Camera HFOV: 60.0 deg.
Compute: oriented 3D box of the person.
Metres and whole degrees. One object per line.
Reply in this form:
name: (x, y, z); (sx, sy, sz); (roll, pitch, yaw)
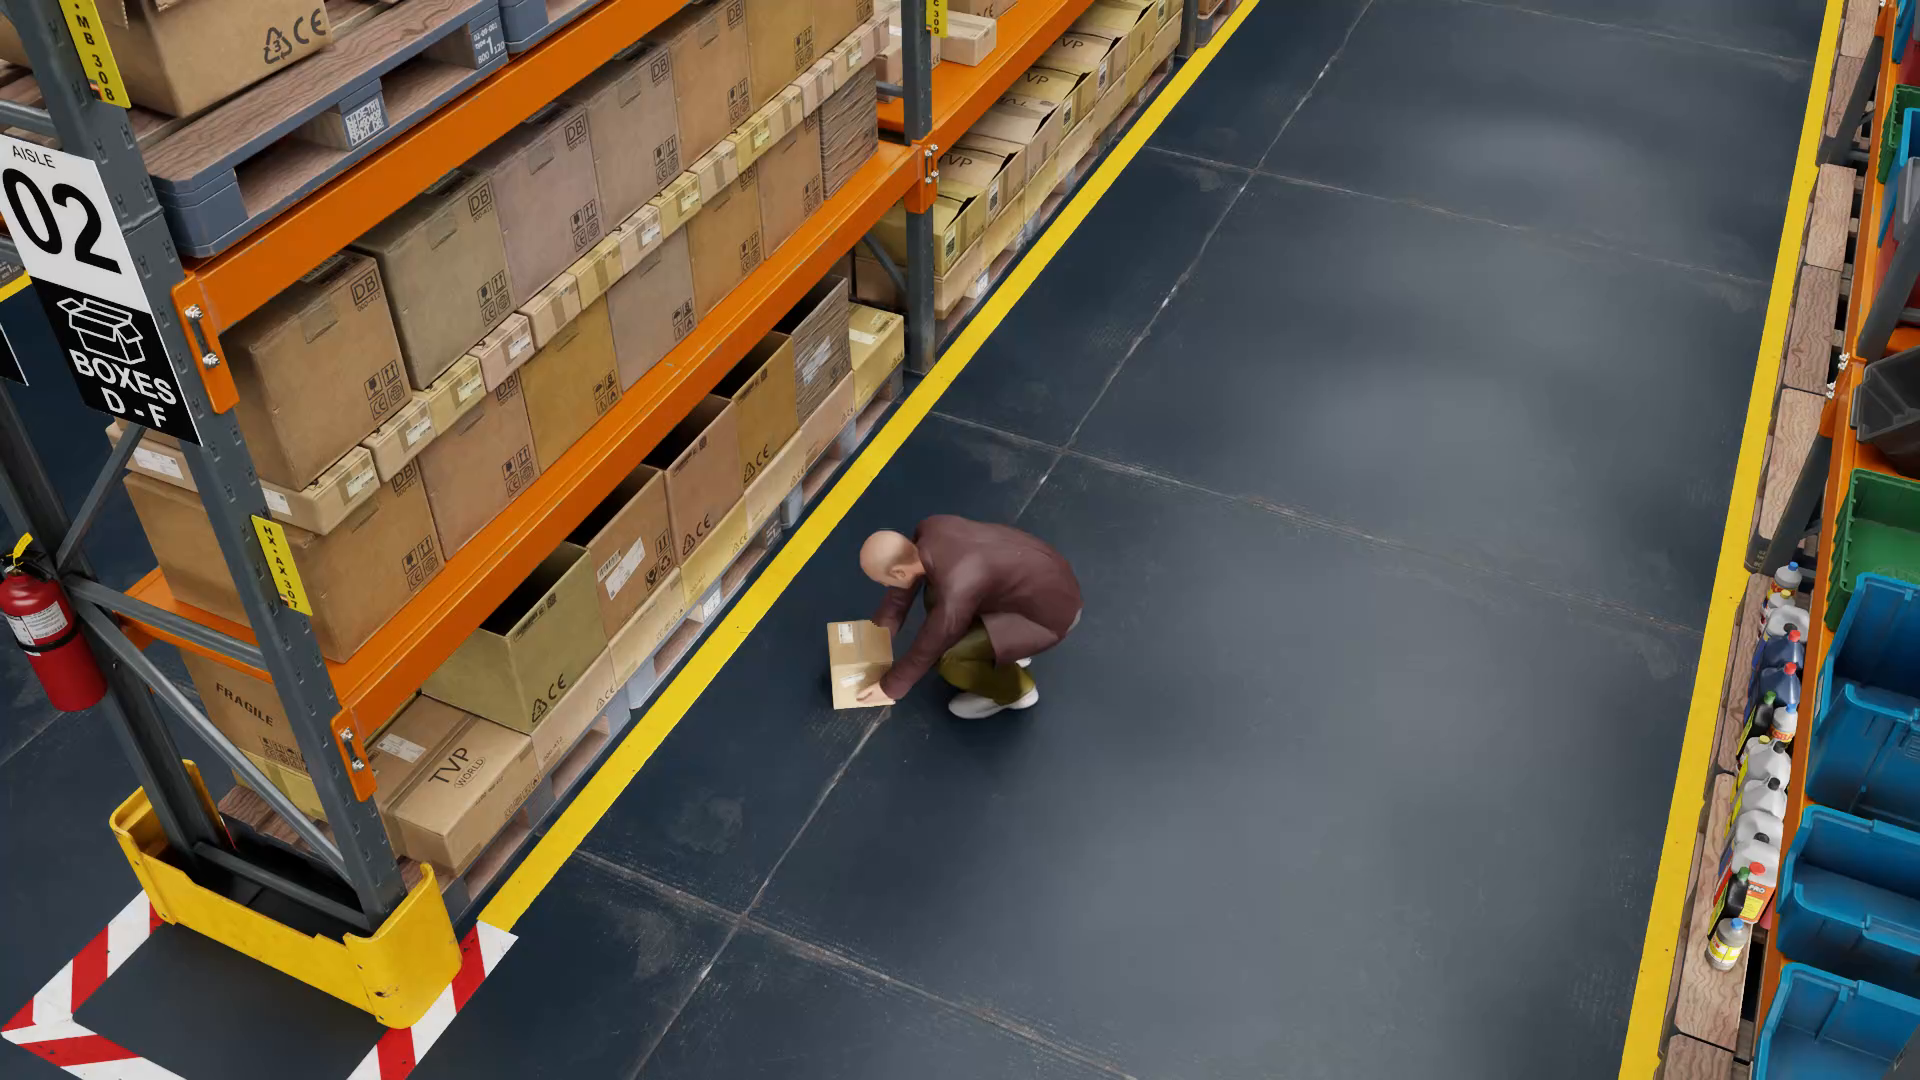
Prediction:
person: (0.017, 0.295, 6.543); (0.939, 0.844, 0.593); (-5, 42, -5)
